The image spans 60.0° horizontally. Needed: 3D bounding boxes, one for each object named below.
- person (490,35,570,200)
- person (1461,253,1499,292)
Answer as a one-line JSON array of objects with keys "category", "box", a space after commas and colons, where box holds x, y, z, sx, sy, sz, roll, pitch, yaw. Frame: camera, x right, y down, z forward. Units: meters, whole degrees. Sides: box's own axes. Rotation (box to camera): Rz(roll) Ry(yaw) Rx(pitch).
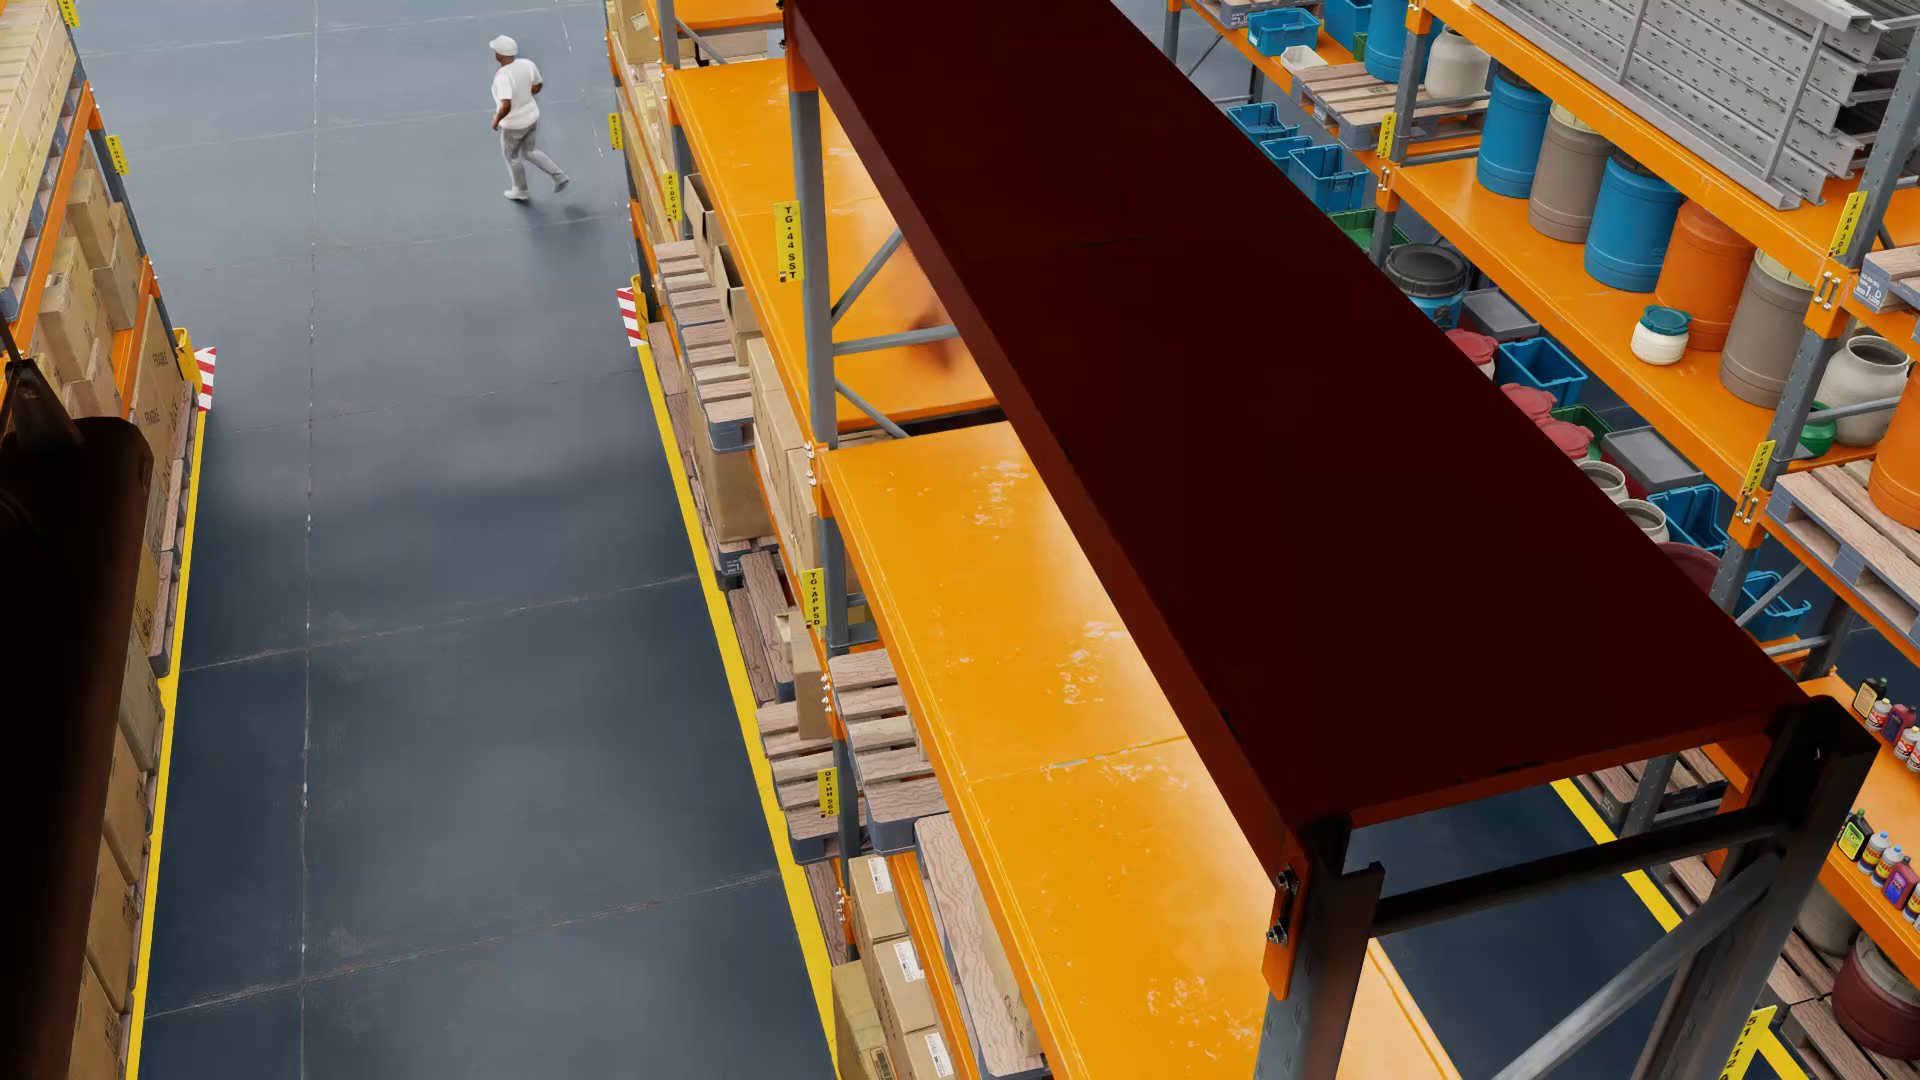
[{"category": "person", "box": [-4.405, -4.206, 16.731, 0.782, 1.760, 0.726, 16, 41, 20]}, {"category": "person", "box": [4.557, -2.326, 14.460, 0.588, 1.612, 0.574, -8, 39, -10]}]
